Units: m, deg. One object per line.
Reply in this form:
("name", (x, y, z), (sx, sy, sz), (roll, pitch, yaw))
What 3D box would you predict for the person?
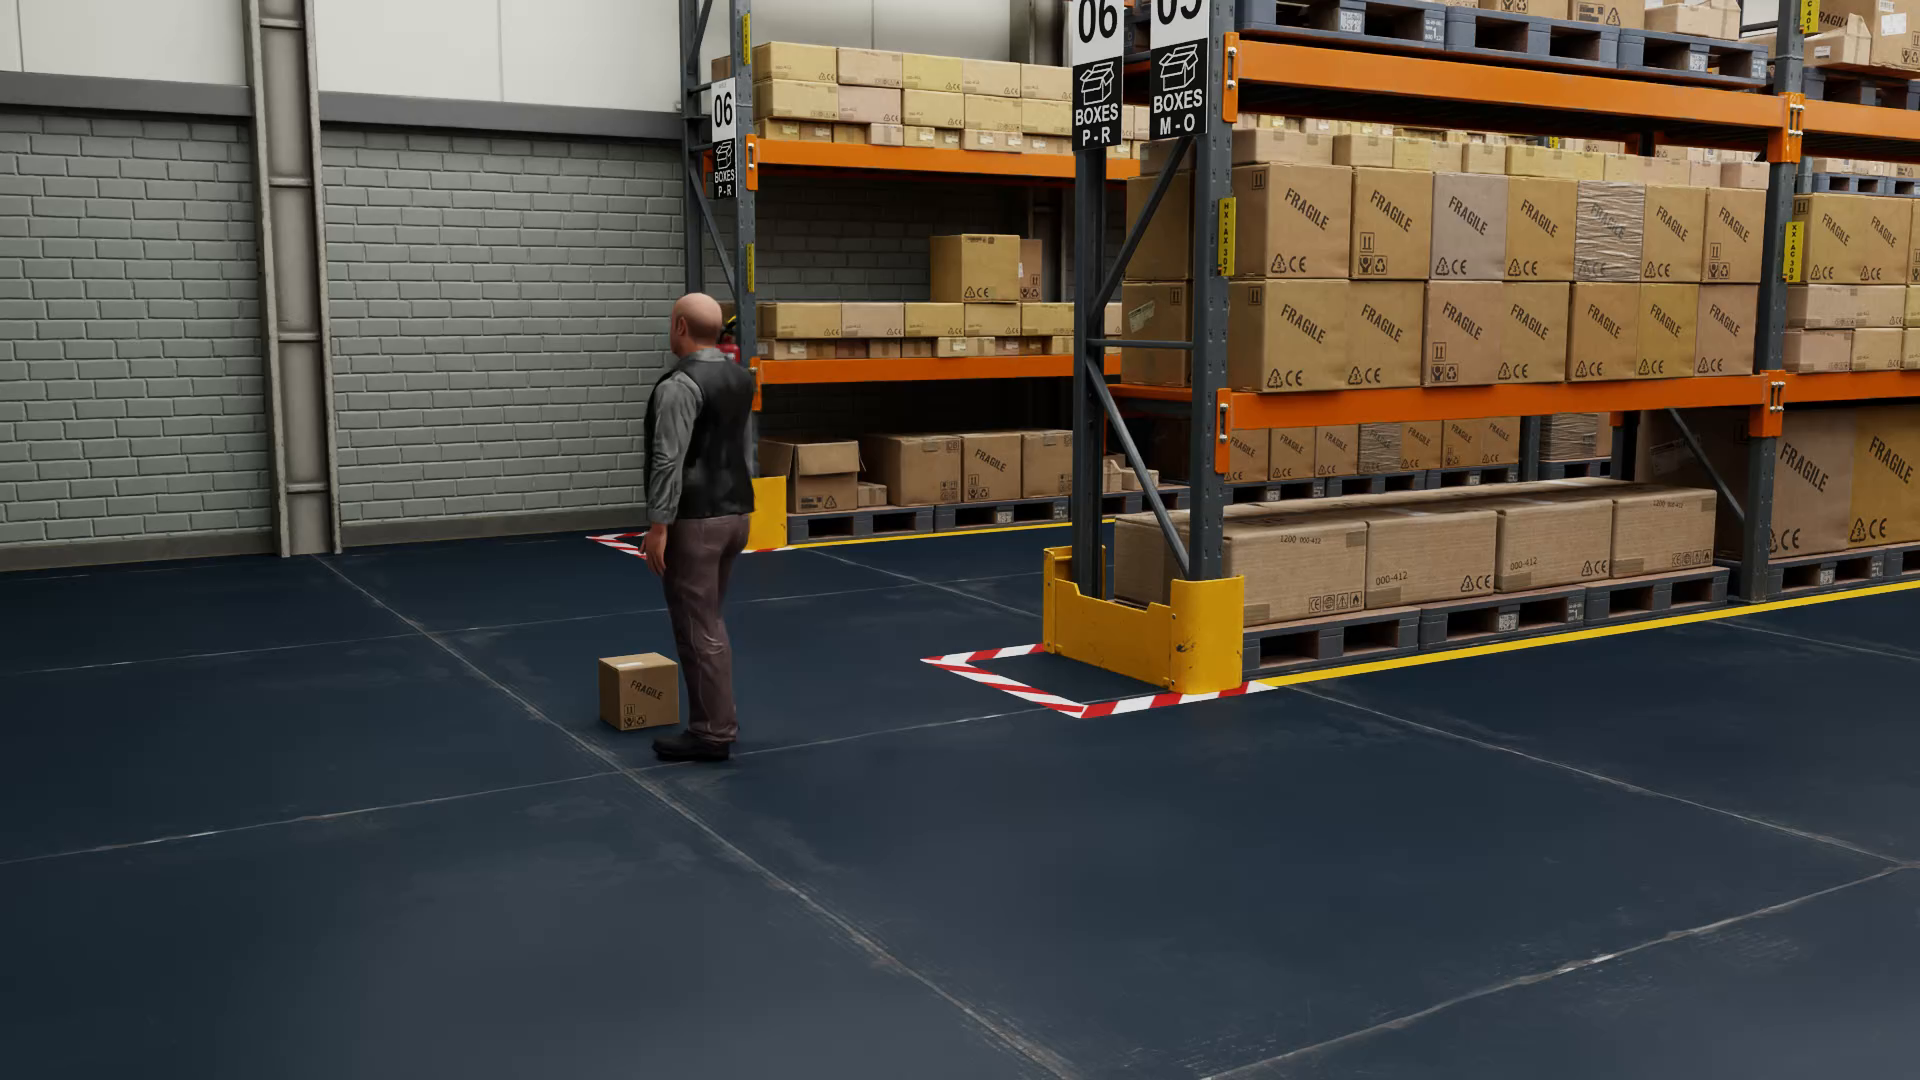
("person", (-1.009, -0.021, 6.212), (0.435, 1.784, 0.572), (3, 9, 23))
